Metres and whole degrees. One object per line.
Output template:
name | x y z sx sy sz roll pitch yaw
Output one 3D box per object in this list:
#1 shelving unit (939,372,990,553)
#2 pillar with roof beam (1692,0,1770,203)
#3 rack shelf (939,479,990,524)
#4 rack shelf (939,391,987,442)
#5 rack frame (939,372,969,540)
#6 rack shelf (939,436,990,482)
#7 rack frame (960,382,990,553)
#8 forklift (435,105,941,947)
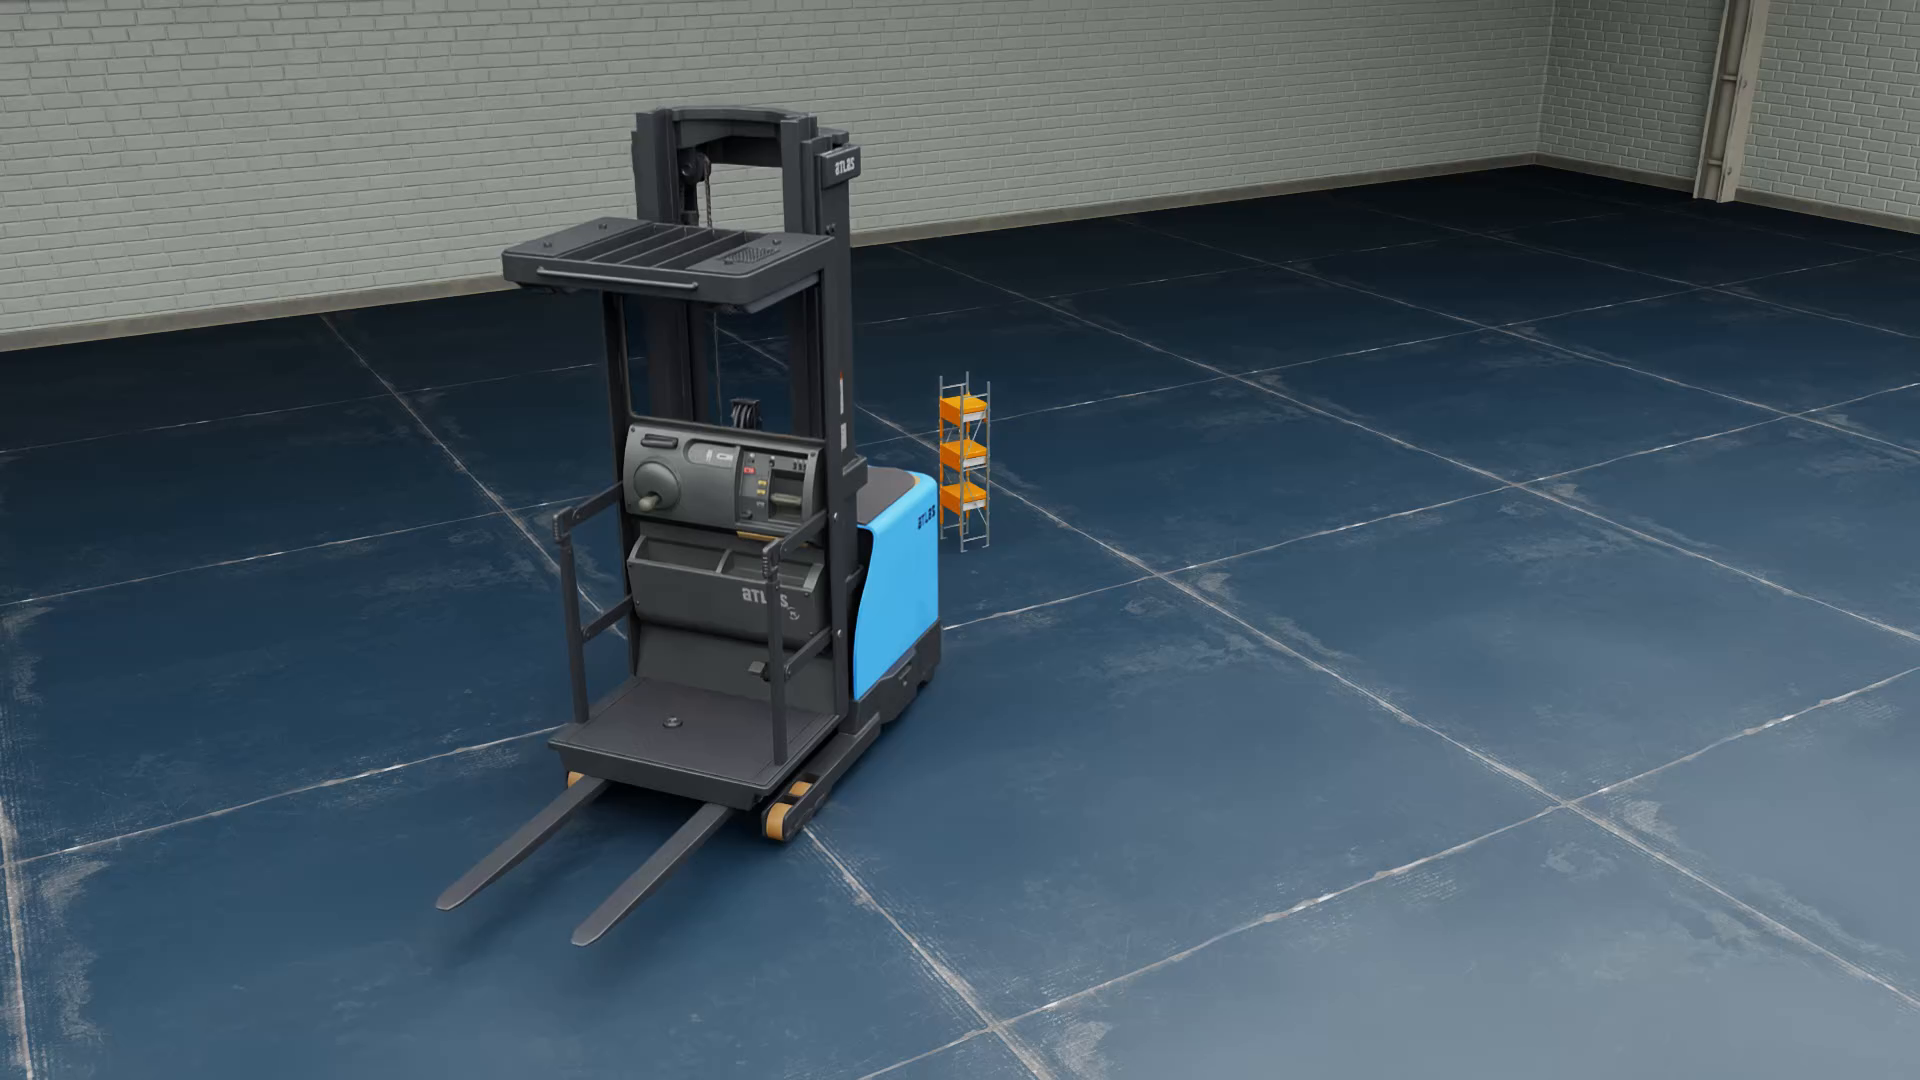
shelving unit | 0.027 -0.469 10.071 0.215 1.050 0.252 -13 25 -28
pillar with roof beam | 5.735 -7.611 17.085 9.100 9.000 0.400 -13 25 -28
rack shelf | 0.027 -0.202 10.180 0.215 0.259 0.240 -13 25 -28
rack shelf | 0.027 -0.722 9.968 0.215 0.259 0.240 -13 25 -28
rack frame | -0.035 -0.509 10.168 0.200 1.050 0.008 -13 25 -28
rack shelf | 0.027 -0.459 10.075 0.215 0.259 0.240 -13 25 -28
rack frame | 0.090 -0.430 9.974 0.200 1.050 0.008 -13 25 -28
forklift | -1.118 -0.243 7.018 1.130 2.935 3.031 9 24 20
